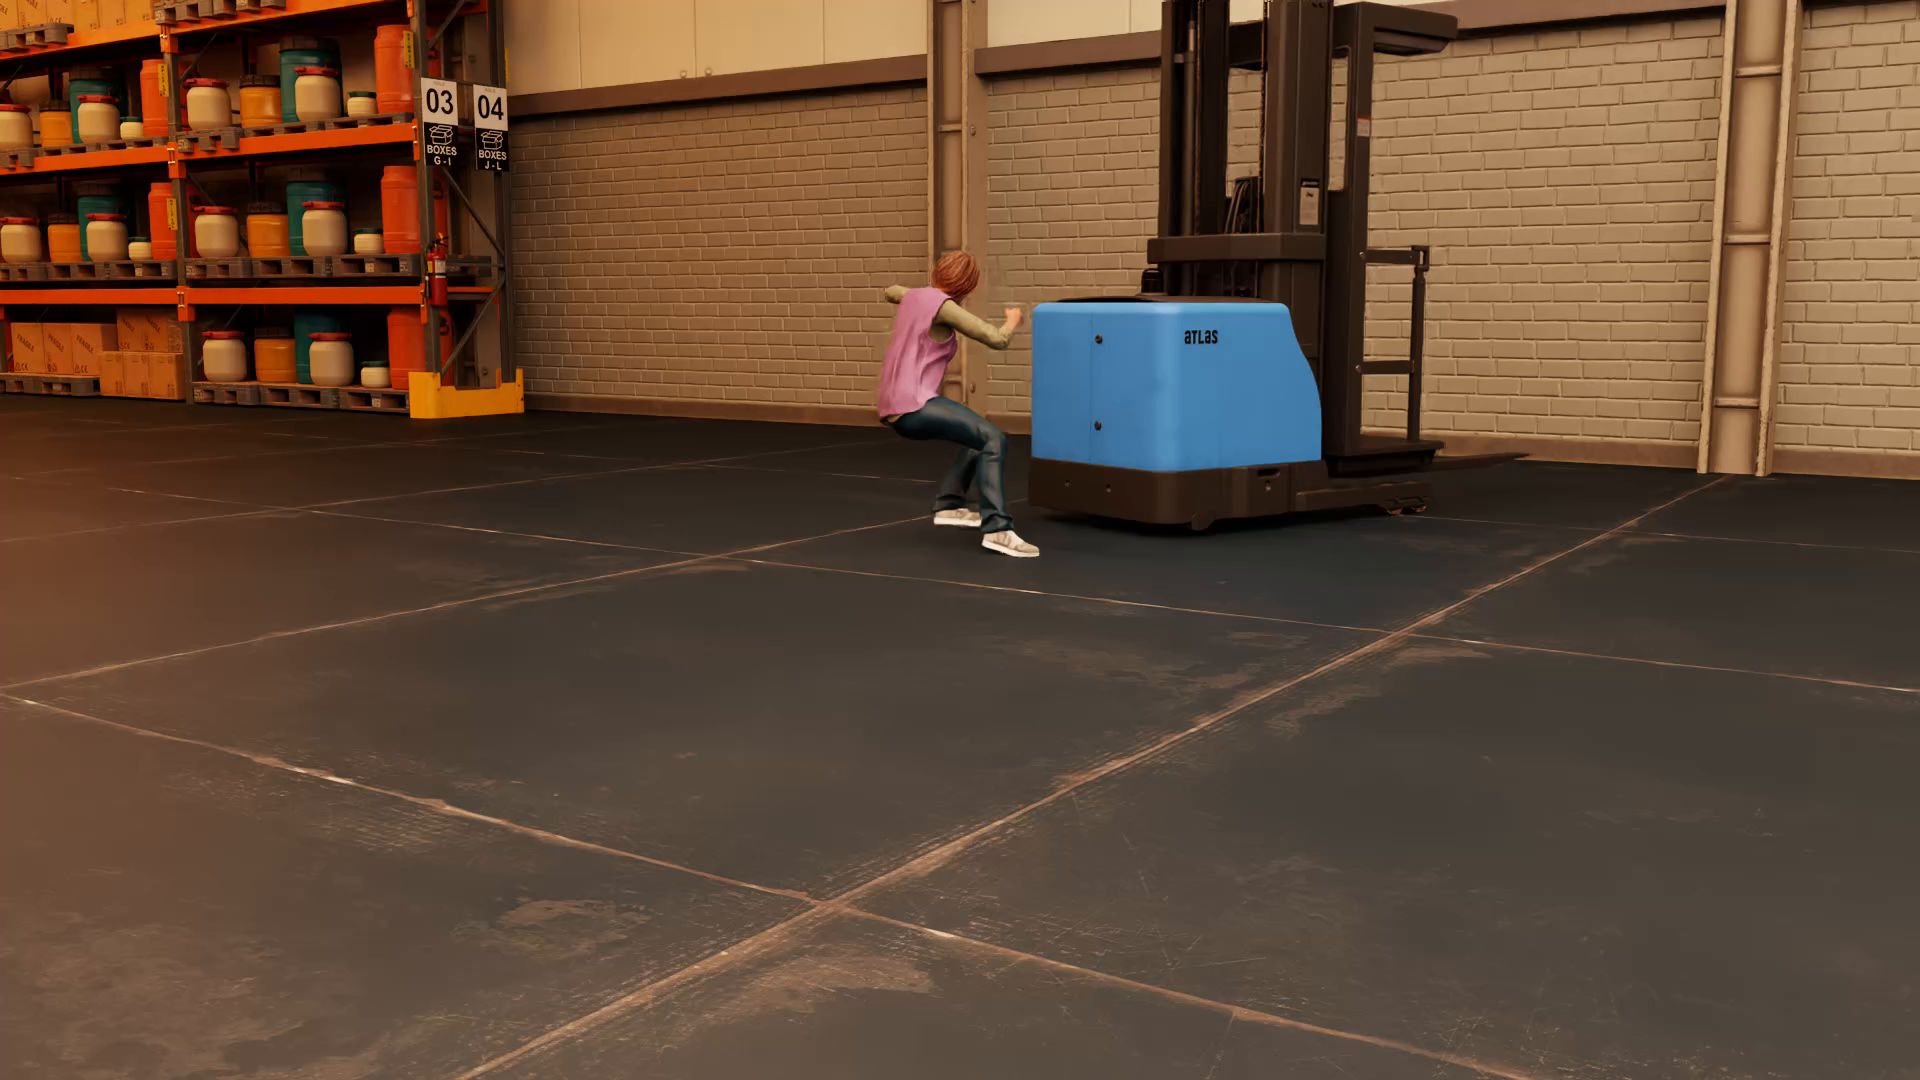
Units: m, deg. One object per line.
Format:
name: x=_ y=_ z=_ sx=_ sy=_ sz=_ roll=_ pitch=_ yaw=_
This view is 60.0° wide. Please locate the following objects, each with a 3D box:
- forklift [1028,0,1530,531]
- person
forklift: x=1.831 y=-1.631 z=8.661 sx=3.031 sy=2.935 sz=1.130 roll=-6 pitch=10 yaw=-36
person: x=-0.052 y=-0.645 z=7.608 sx=0.704 sy=1.306 sz=1.380 roll=-3 pitch=9 yaw=-22
